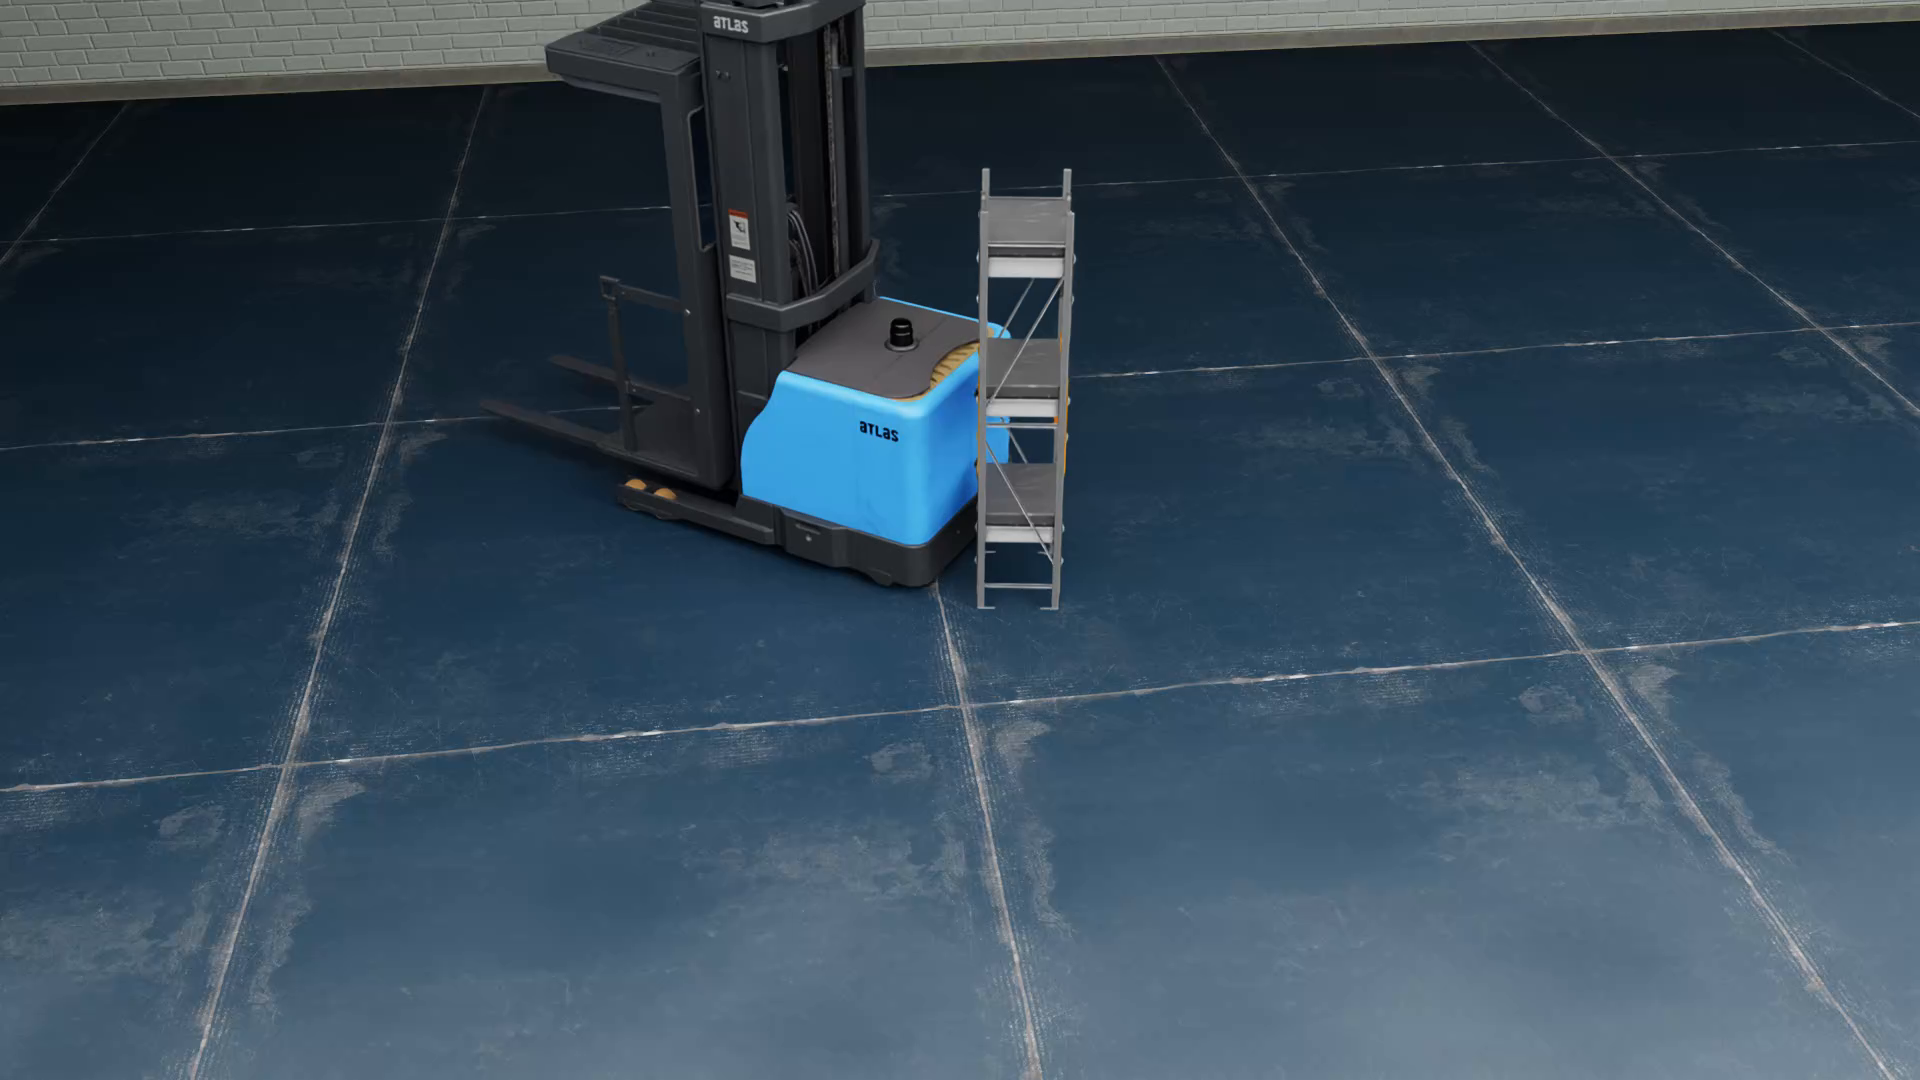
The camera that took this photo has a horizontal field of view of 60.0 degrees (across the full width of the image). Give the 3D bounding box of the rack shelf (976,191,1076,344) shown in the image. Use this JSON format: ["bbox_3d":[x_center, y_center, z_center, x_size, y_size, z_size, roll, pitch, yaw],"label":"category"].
[{"bbox_3d":[0.293,-1.227,7.467,0.431,0.518,0.480,1,34,1],"label":"rack shelf"}]

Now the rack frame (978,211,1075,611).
[{"bbox_3d":[0.287,-0.523,7.652,0.400,2.100,0.015,1,34,1],"label":"rack frame"}]

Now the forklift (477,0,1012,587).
[{"bbox_3d":[-1.270,-1.562,8.440,3.031,2.935,1.130,17,38,23],"label":"forklift"}]

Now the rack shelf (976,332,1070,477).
[{"bbox_3d":[0.293,-0.649,7.862,0.431,0.518,0.480,1,34,1],"label":"rack shelf"}]

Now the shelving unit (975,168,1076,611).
[{"bbox_3d":[0.293,-0.660,7.854,0.431,2.100,0.503,1,34,1],"label":"shelving unit"}]

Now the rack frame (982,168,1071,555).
[{"bbox_3d":[0.299,-0.797,8.056,0.400,2.100,0.015,1,34,1],"label":"rack frame"}]

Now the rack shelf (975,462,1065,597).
[{"bbox_3d":[0.293,-0.070,8.256,0.431,0.518,0.480,1,34,1],"label":"rack shelf"}]
